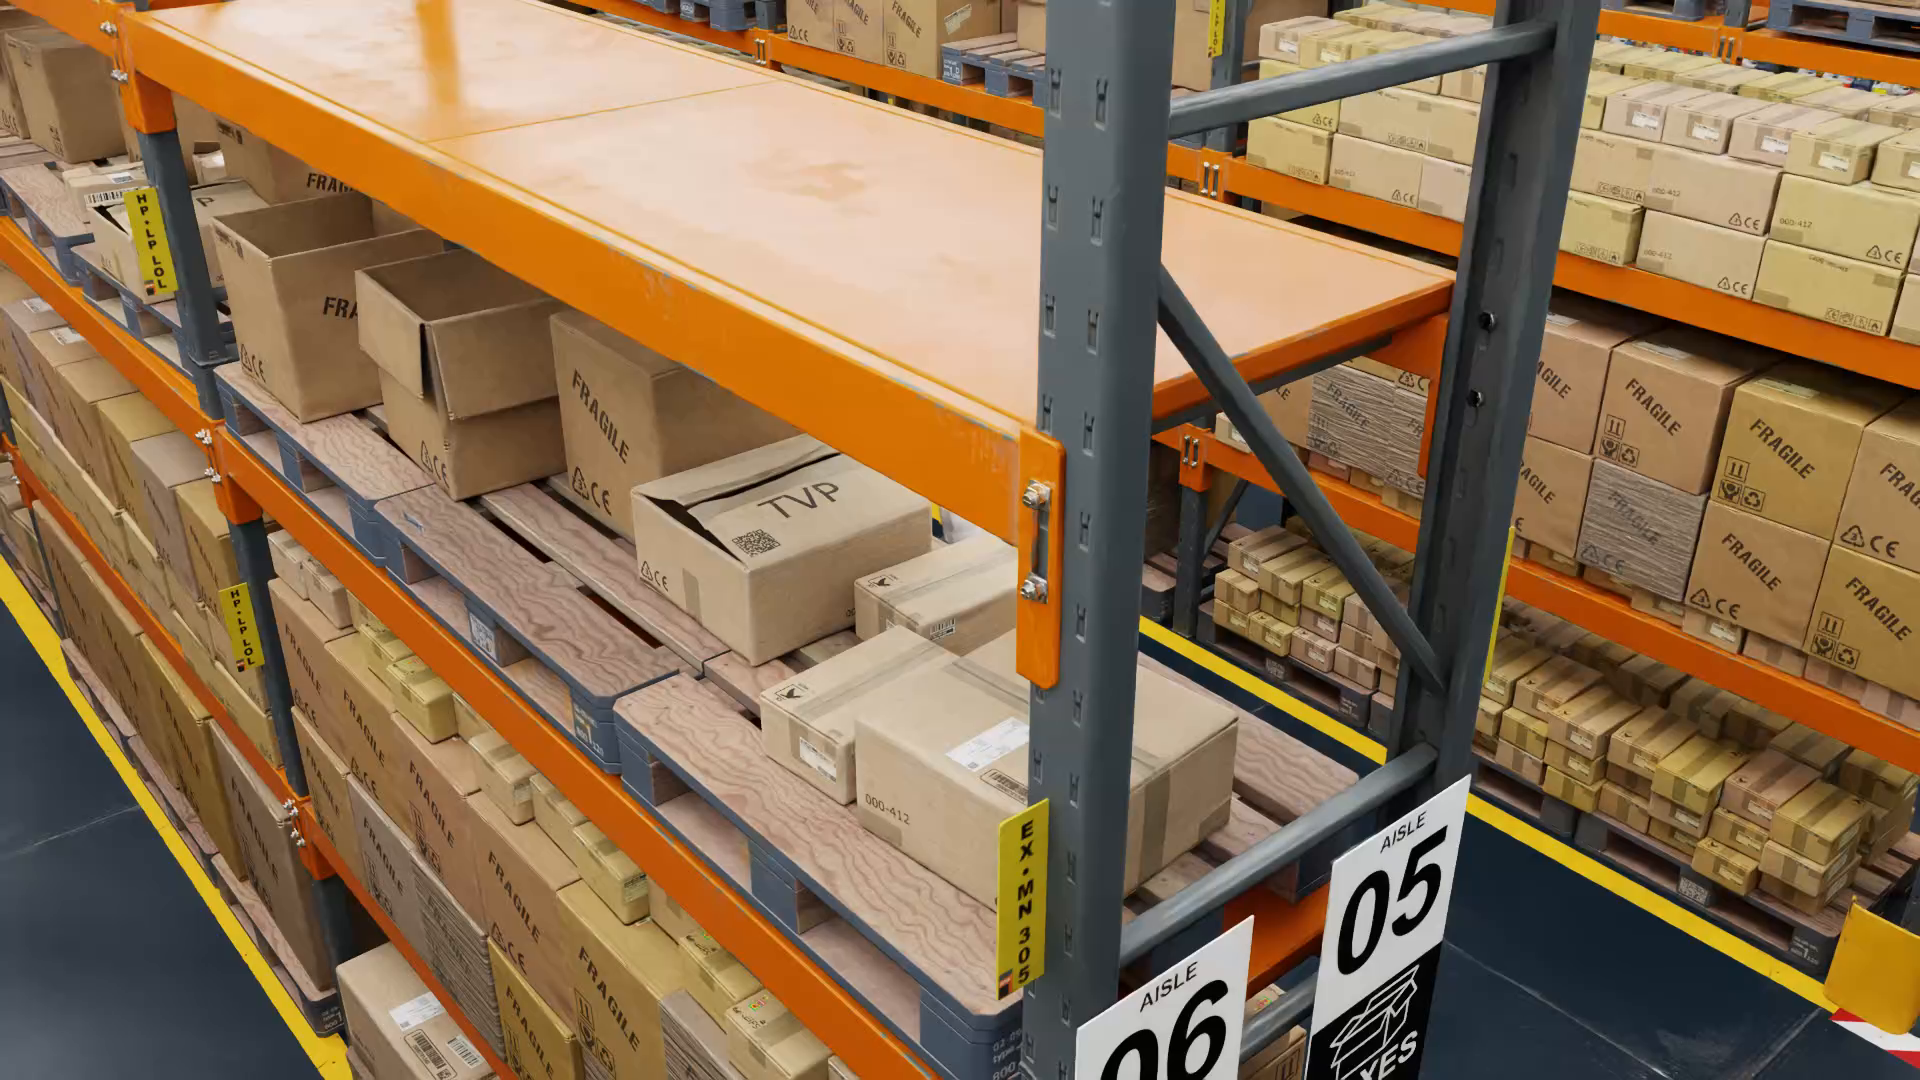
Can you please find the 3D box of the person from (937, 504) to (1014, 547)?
[{"bbox_3d":[-0.034,-0.080,9.210,0.590,1.507,0.713,-22,35,-35],"label":"person"}]
